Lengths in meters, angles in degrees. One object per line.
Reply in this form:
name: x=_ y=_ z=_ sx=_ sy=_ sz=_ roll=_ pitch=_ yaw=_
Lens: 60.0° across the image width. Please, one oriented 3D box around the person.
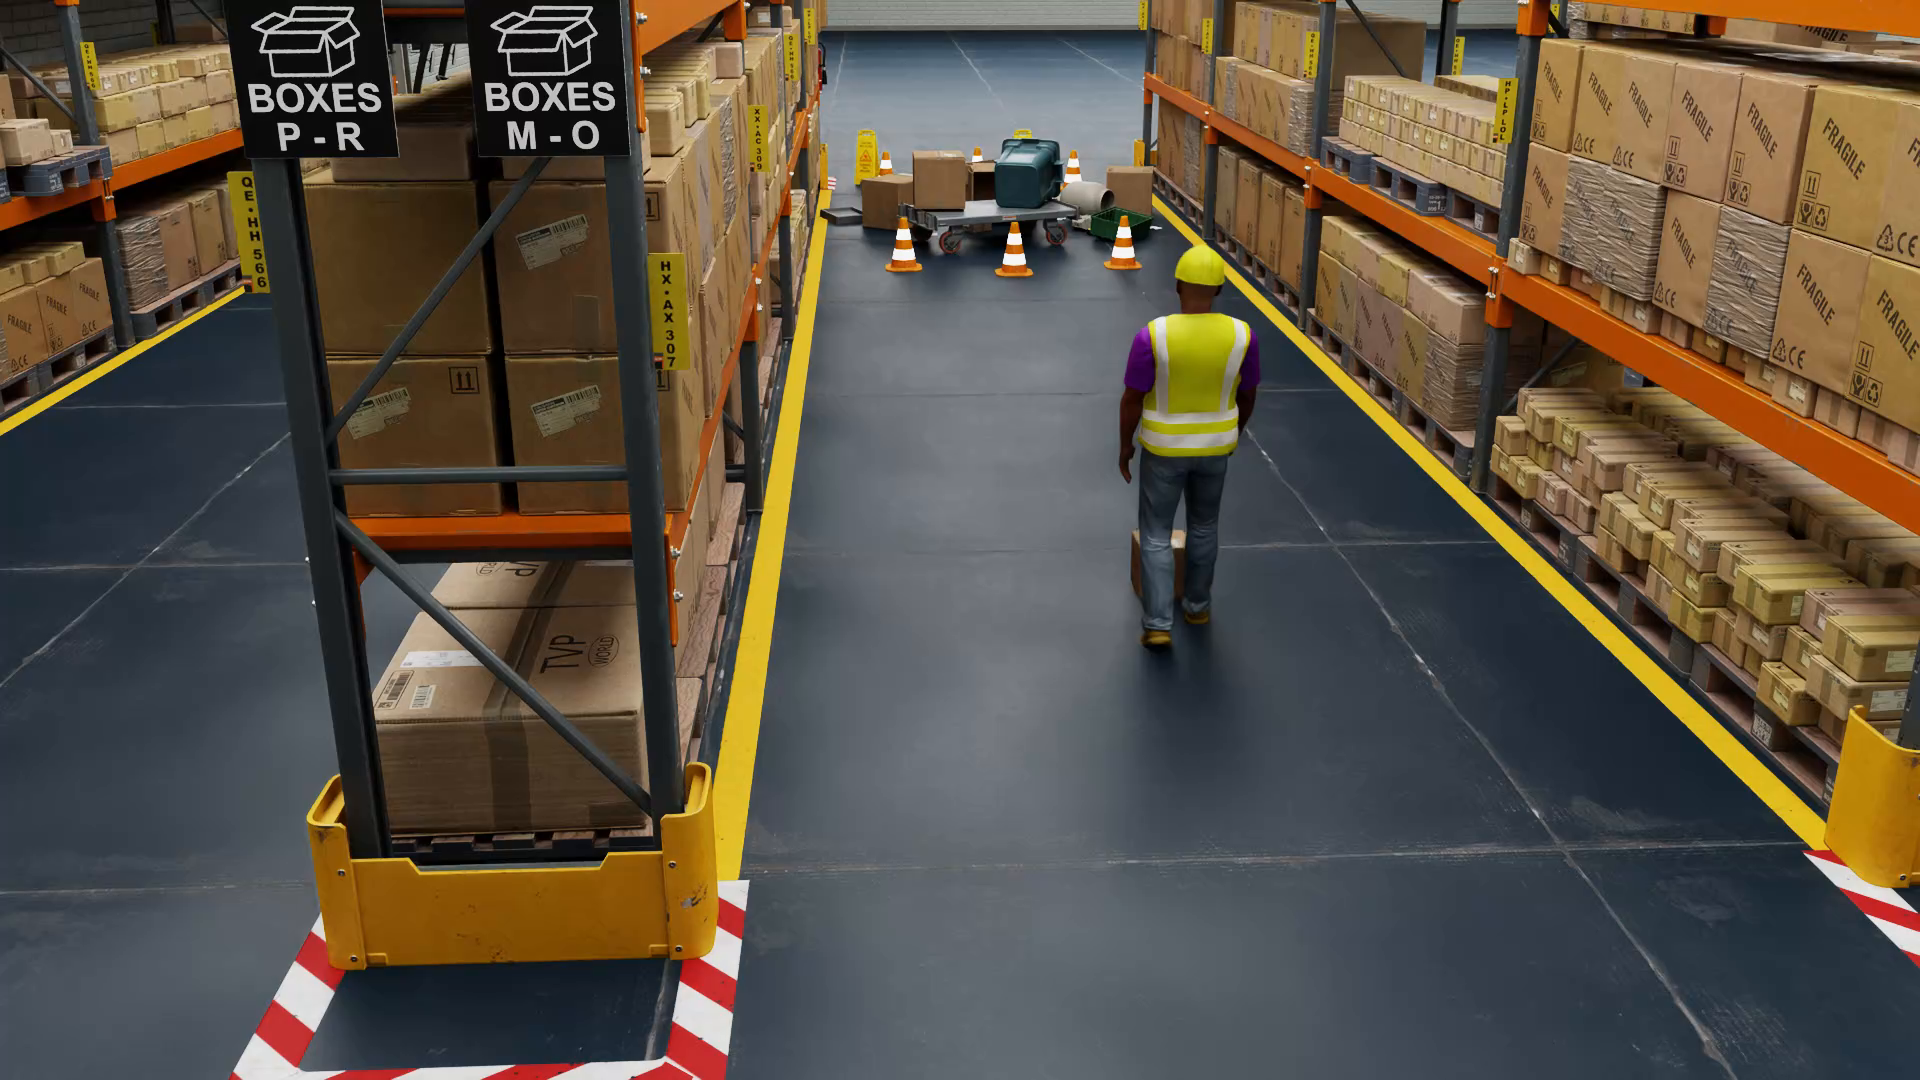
person: x=0.970 y=-0.396 z=7.238 sx=0.593 sy=1.814 sz=0.595 roll=-1 pitch=20 yaw=-3
